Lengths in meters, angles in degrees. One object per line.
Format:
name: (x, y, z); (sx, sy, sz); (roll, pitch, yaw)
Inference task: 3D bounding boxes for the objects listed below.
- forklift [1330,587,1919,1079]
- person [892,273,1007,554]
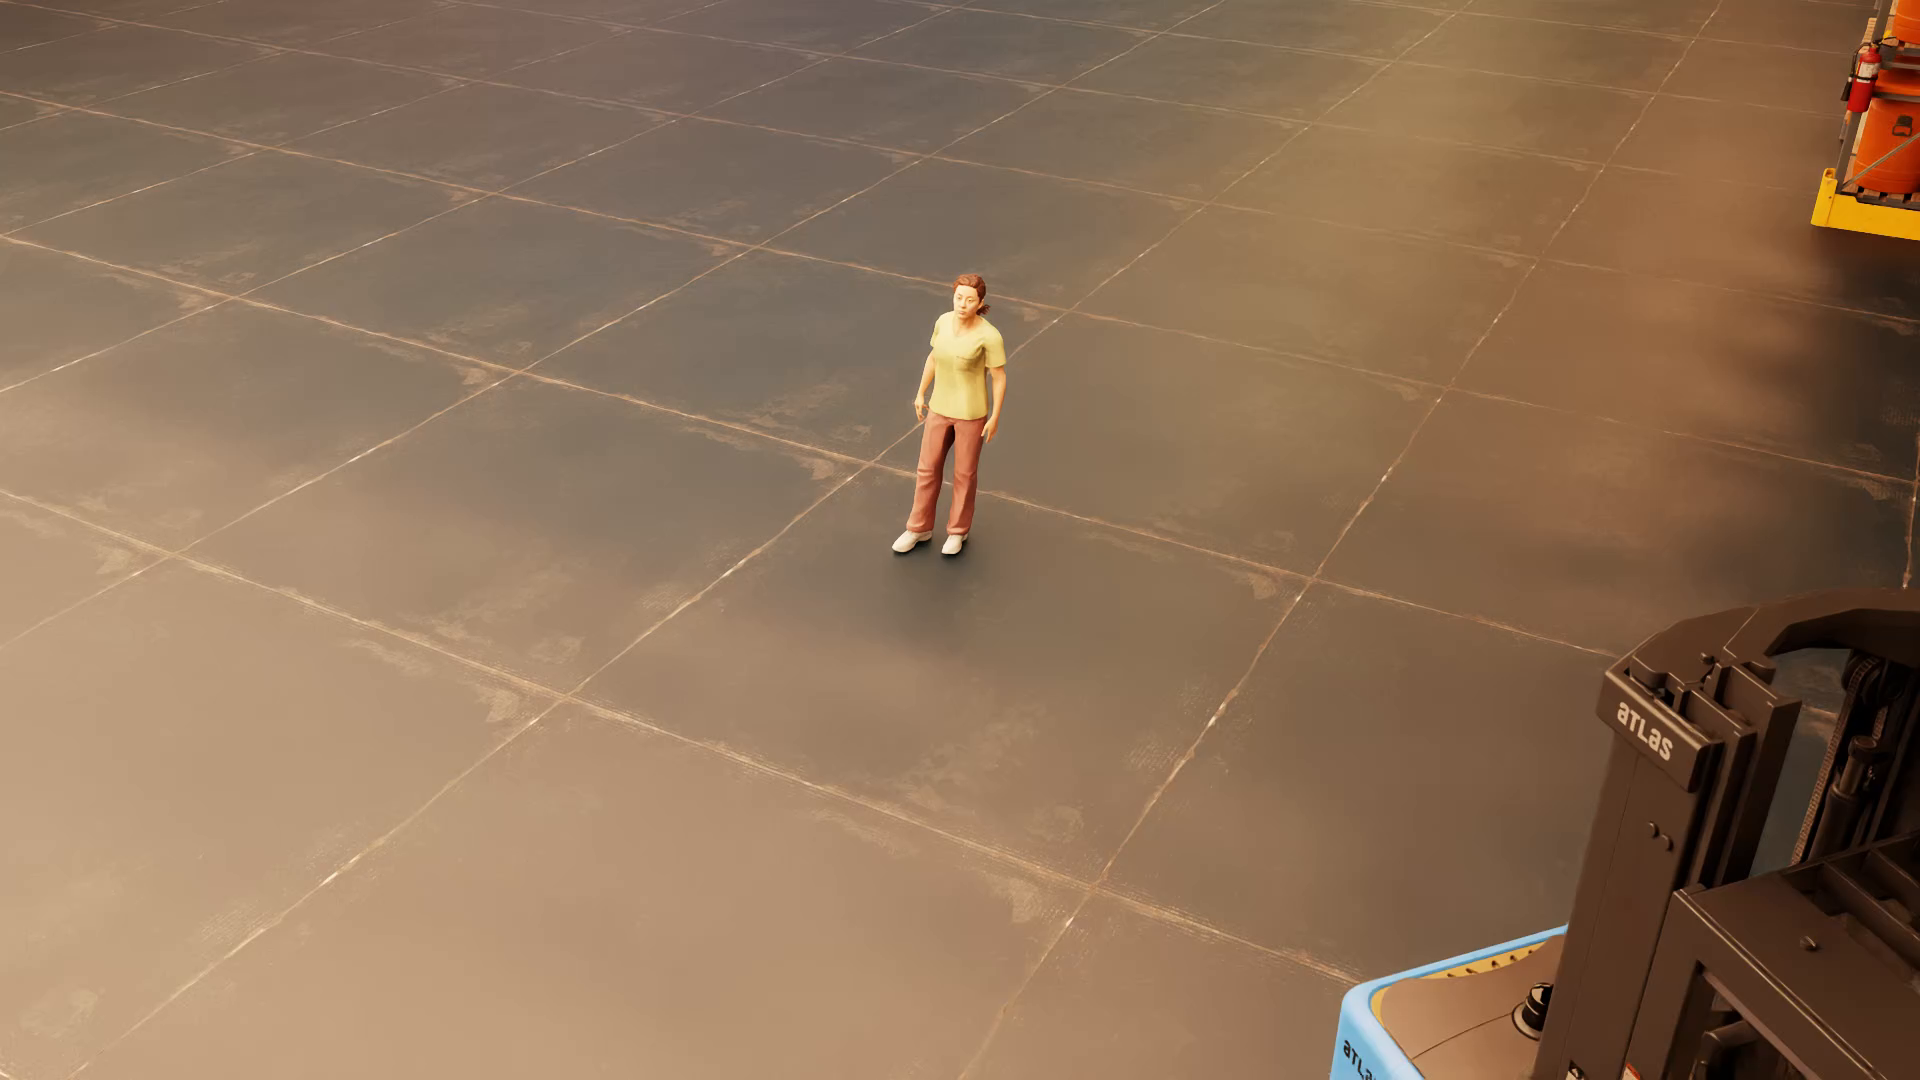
forklift: (2.190, 1.716, 4.097); (1.130, 2.935, 3.031); (-10, 32, -17)
person: (-0.046, -0.703, 9.529); (0.553, 1.673, 0.548); (15, 33, 25)
